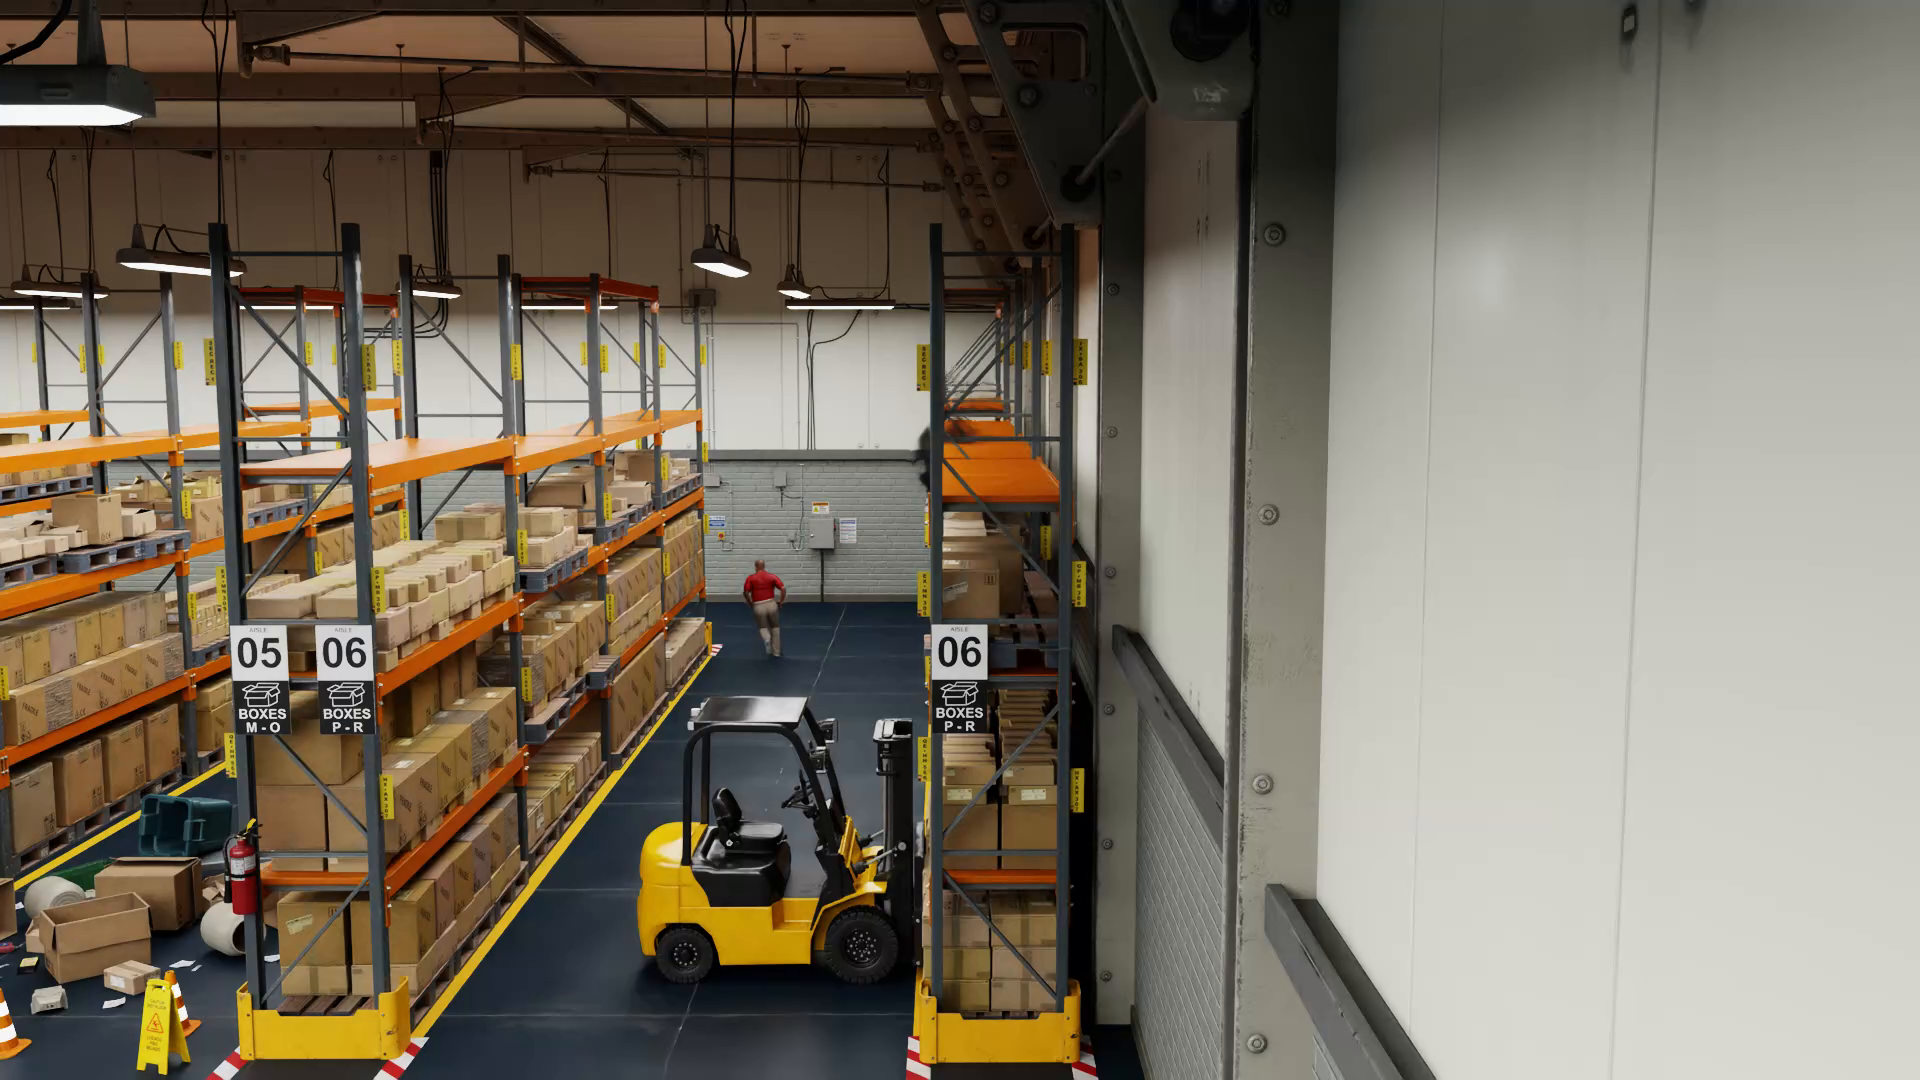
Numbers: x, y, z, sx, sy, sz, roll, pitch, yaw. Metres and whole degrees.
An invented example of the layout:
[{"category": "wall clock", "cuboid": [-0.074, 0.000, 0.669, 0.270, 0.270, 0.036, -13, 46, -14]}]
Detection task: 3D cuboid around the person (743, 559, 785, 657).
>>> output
[{"category": "person", "cuboid": [-3.235, 1.152, 27.489, 0.704, 1.680, 0.583, -1, 7, -11]}]
